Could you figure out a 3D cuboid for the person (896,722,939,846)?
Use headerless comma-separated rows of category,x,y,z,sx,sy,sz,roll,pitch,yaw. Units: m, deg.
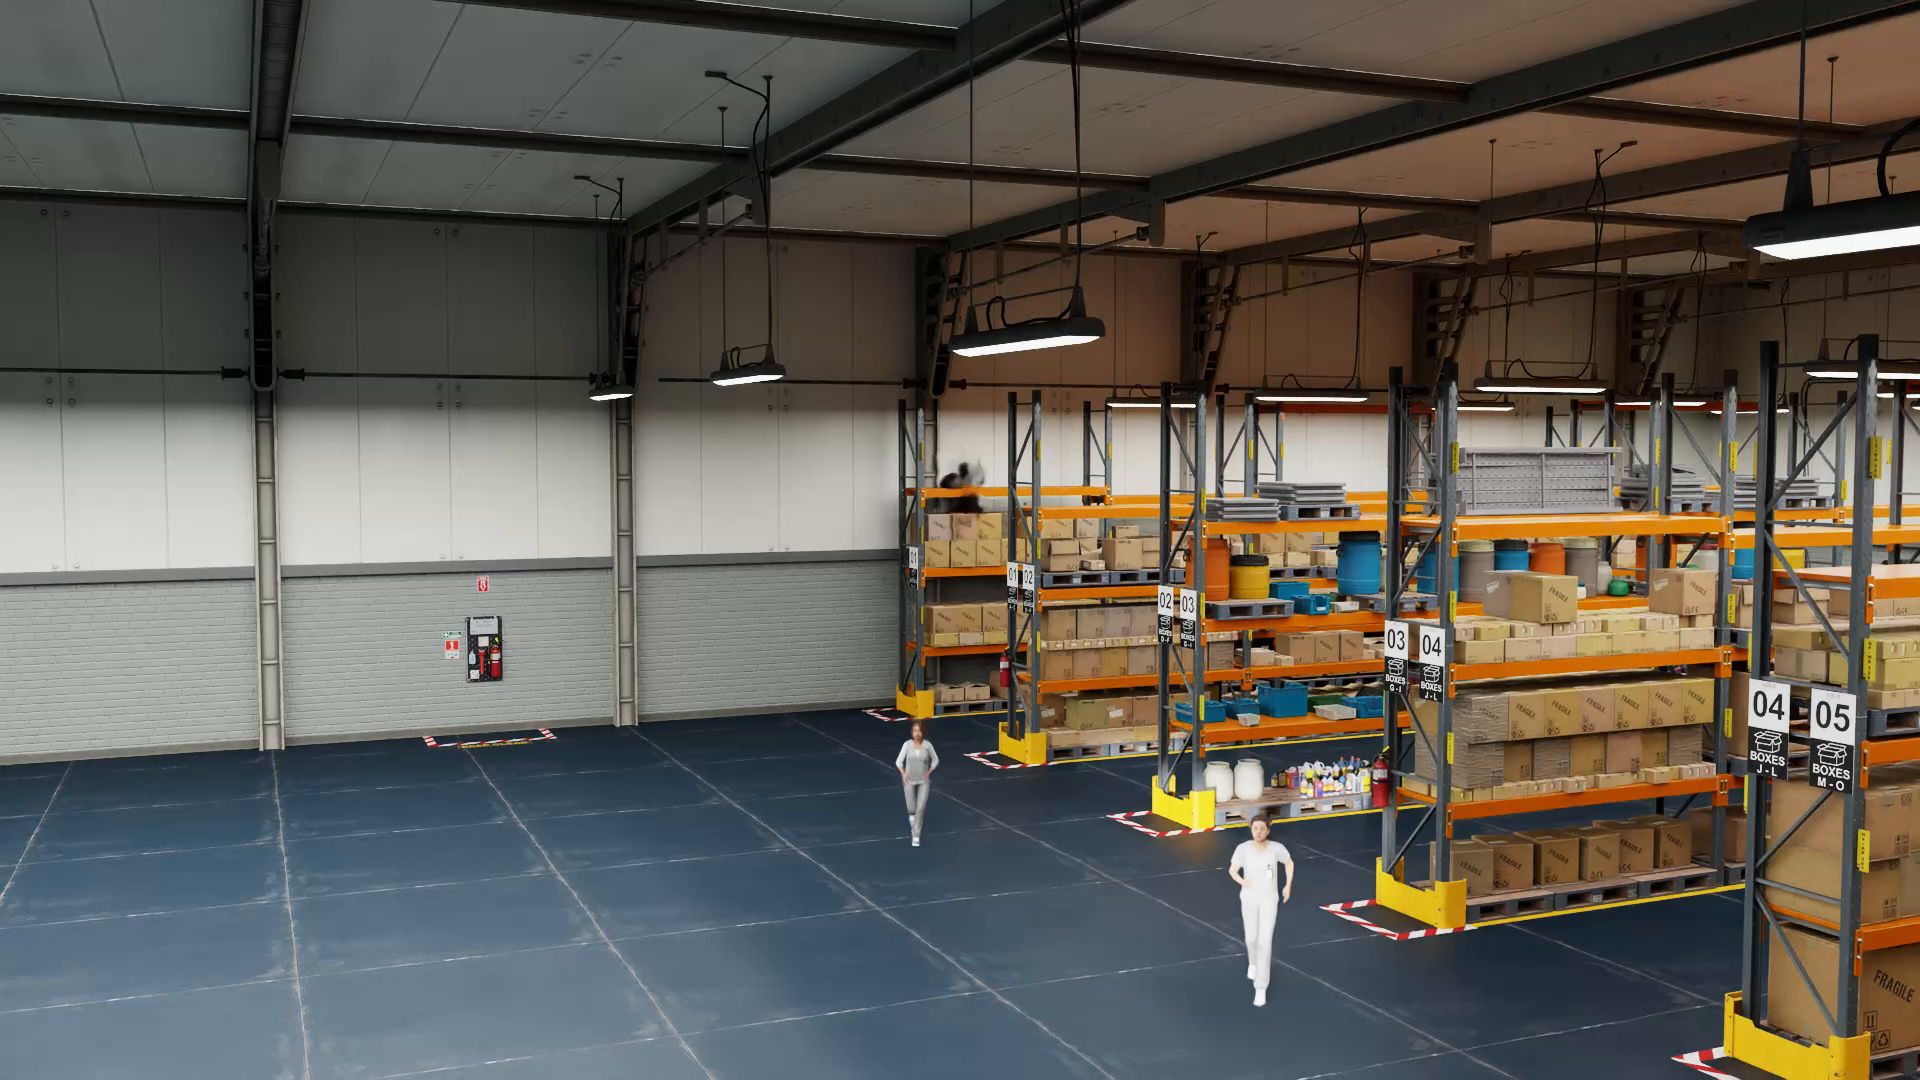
person,-0.548,3.124,21.451,0.554,1.552,0.673,0,3,-3

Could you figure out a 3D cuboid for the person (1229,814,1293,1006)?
person,2.821,3.409,15.613,0.583,1.698,0.853,1,3,15
